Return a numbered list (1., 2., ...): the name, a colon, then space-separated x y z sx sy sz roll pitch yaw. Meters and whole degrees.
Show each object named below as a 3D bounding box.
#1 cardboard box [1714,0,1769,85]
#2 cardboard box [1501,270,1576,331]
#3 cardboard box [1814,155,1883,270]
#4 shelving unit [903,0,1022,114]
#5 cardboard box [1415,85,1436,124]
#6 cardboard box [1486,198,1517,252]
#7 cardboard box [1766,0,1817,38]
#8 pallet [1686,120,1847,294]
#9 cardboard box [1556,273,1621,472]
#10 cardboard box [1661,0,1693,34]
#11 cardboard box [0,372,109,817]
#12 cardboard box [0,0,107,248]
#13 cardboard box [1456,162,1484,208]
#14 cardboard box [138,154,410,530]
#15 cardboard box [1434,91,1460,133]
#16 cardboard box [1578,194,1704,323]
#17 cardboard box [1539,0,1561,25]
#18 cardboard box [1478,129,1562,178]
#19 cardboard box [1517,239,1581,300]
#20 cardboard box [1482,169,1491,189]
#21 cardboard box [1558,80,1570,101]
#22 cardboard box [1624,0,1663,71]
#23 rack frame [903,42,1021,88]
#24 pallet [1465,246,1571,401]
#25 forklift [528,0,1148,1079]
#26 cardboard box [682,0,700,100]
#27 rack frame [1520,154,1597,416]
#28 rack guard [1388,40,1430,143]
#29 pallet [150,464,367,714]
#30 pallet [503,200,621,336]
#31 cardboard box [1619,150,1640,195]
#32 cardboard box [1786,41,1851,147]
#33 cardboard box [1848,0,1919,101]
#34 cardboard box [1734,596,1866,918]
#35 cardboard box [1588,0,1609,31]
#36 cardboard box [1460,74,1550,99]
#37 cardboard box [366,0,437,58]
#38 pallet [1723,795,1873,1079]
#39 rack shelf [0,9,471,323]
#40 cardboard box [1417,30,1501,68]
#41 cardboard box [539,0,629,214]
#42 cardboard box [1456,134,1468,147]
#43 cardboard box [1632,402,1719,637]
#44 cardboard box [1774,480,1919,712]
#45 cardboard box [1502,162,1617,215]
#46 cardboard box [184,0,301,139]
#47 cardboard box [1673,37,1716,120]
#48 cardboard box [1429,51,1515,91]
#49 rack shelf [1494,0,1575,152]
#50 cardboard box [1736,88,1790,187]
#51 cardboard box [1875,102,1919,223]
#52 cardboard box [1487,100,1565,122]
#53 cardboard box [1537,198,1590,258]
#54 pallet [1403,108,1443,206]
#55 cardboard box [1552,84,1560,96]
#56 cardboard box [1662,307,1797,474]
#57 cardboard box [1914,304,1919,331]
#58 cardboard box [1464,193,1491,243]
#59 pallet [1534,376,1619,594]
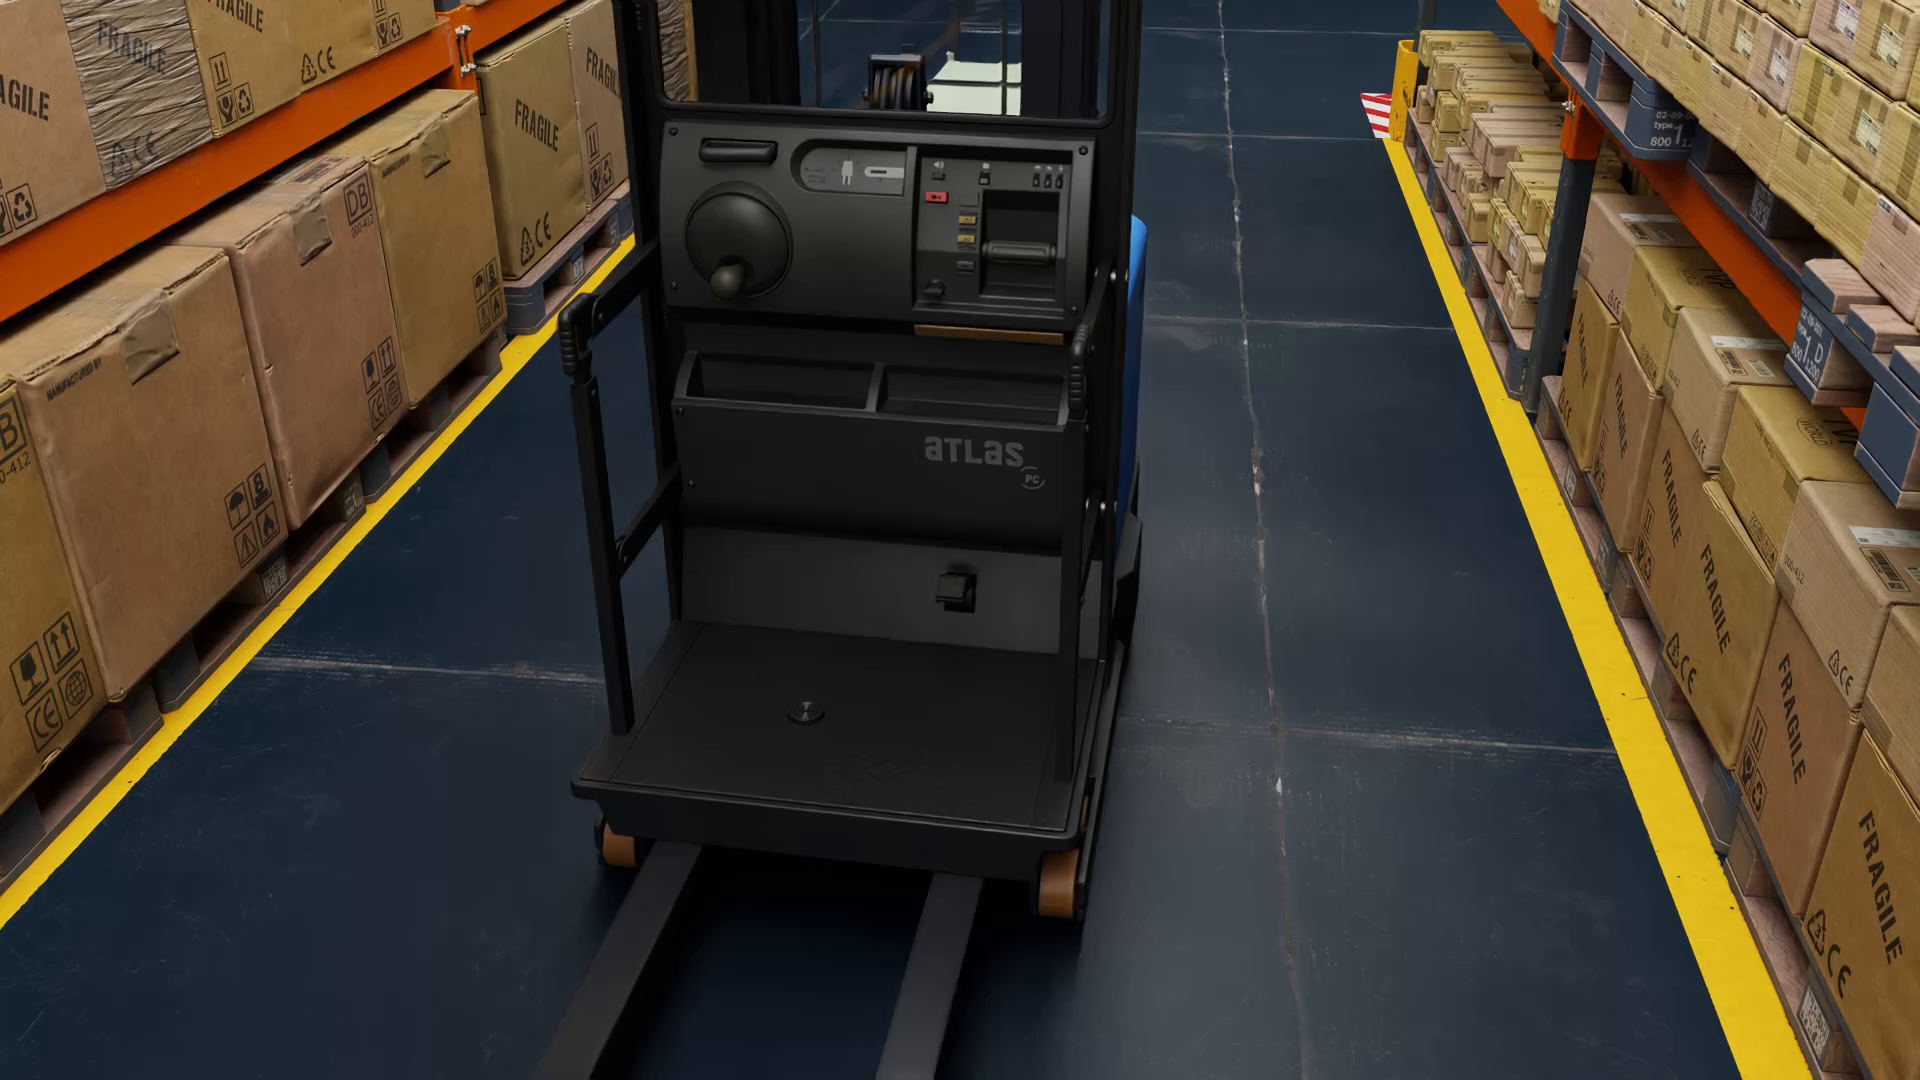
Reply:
1. cardboard box: 1.884 -1.087 3.614 0.380 0.149 0.250 3 28 5
2. cardboard box: 2.288 -0.911 6.342 0.380 0.149 0.250 4 29 7
3. cardboard box: 1.790 -0.582 2.990 0.380 0.149 0.250 3 28 6
4. shelving unit: 0.101 -0.895 5.331 0.431 1.500 0.755 5 29 9
5. cardboard box: 2.687 -2.362 9.034 0.380 0.149 0.250 4 29 7
6. cardboard box: 2.338 -1.260 6.675 0.380 0.149 0.250 2 28 4
7. cardboard box: 1.854 -1.096 3.317 0.380 0.149 0.250 5 29 9
8. pallet: 2.290 -0.744 3.670 1.003 0.211 1.213 3 28 6
9. cardboard box: 2.225 -0.529 5.262 0.500 0.500 0.500 4 29 8
10. cardboard box: 1.951 -1.330 4.065 0.380 0.149 0.250 4 29 8
11. cardboard box: -2.717 0.197 3.519 1.225 0.875 0.875 2 28 4
12. cardboard box: -2.372 -0.971 3.784 0.500 0.500 0.500 3 28 5
13. cardboard box: 2.511 -1.633 7.681 0.380 0.149 0.250 3 28 6
14. cardboard box: -2.499 -0.639 5.071 1.225 0.875 0.875 2 28 4
15. cardboard box: 2.579 -2.128 8.287 0.380 0.149 0.250 4 29 8
16. cardboard box: 2.226 -0.859 5.084 0.500 0.250 0.500 2 28 4
17. cardboard box: 2.305 -1.942 5.957 0.380 0.149 0.250 3 28 5
18. cardboard box: 2.430 -1.642 7.071 0.380 0.149 0.250 2 28 4
19. cardboard box: 2.302 -1.004 6.201 0.380 0.149 0.250 4 29 7
20. cardboard box: 2.531 -1.618 7.340 0.380 0.149 0.250 2 28 4
21. cardboard box: 3.167 -2.225 8.153 0.380 0.149 0.250 2 28 4
22. cardboard box: 1.979 -1.326 4.371 0.380 0.149 0.250 4 29 7
23. rack frame: 0.038 -0.724 5.013 0.400 1.500 0.023 5 29 9
24. pallet: 2.626 -0.867 6.638 1.003 0.211 1.213 3 28 6
25. forklift: -0.219 -0.636 3.340 1.130 2.935 3.031 5 29 9
26. cardboard box: -1.841 -2.939 9.340 0.875 0.875 0.875 3 28 6
27. rack frame: 2.579 -1.777 5.386 1.000 3.000 0.127 3 28 6
28. rack guard: 3.059 -2.524 9.407 1.175 0.500 0.348 3 28 6
29. pallet: -2.498 0.058 4.919 1.003 0.211 1.213 3 28 6
30. pallet: -2.161 -1.238 7.326 1.003 0.211 1.213 3 28 6
31. cardboard box: 2.910 -1.491 6.791 0.380 0.149 0.250 3 28 5
32. cardboard box: 1.822 -0.843 3.160 0.380 0.149 0.250 3 28 6
33. cardboard box: 1.788 -0.855 2.869 0.380 0.149 0.250 4 29 8
34. cardboard box: 1.977 0.452 3.440 0.500 0.500 0.500 4 29 8
35. cardboard box: 2.046 -1.562 4.808 0.380 0.149 0.250 4 29 7
36. cardboard box: 2.603 -2.125 7.968 0.380 0.149 0.250 4 29 8
37. cardboard box: -2.118 -1.921 5.547 0.500 0.500 0.500 3 29 6
38. pallet: 2.186 0.966 3.235 1.003 0.211 1.213 3 28 6
39. rack shelf: -2.577 -0.855 4.432 1.077 0.370 4.000 3 28 6
40. cardboard box: 2.667 -2.625 8.895 0.380 0.149 0.250 2 28 4
41. cardboard box: -2.061 -2.092 7.768 0.875 0.875 0.875 3 28 6
42. cardboard box: 2.636 -1.877 8.134 0.380 0.149 0.250 3 29 6
43. cardboard box: 2.111 -0.032 4.340 0.500 0.500 0.500 4 29 7
44. cardboard box: 1.963 0.116 3.274 0.500 0.250 0.500 4 29 7
45. cardboard box: 2.379 -1.391 6.606 0.380 0.149 0.250 3 28 6
46. cardboard box: -2.242 -1.442 4.658 0.500 0.500 0.500 3 28 6
47. cardboard box: 1.919 -1.078 3.910 0.380 0.149 0.250 3 28 5
48. cardboard box: 2.595 -2.377 8.435 0.380 0.149 0.250 3 28 6
49. rack shelf: 2.824 -2.402 7.304 1.077 0.370 4.000 3 28 6
50. cardboard box: 1.855 -0.831 3.451 0.380 0.149 0.250 4 29 8
51. cardboard box: 1.758 -0.608 2.724 0.380 0.149 0.250 4 29 7
52. cardboard box: 2.590 -1.880 7.513 0.380 0.149 0.250 3 29 6
53. cardboard box: 2.364 -1.151 6.160 0.380 0.149 0.250 4 29 8
54. pallet: 2.925 -2.016 8.770 1.003 0.211 1.213 3 28 6
55. cardboard box: 3.225 -2.211 8.440 0.380 0.149 0.250 2 28 4
56. cardboard box: 2.096 -0.368 4.173 0.500 0.250 0.500 4 29 8
57. cardboard box: 1.725 -0.344 2.548 0.380 0.149 0.250 3 28 6
58. cardboard box: 2.415 -1.398 7.246 0.380 0.149 0.250 3 28 6
59. pallet: 2.485 -0.183 5.367 1.003 0.211 1.213 3 28 6
